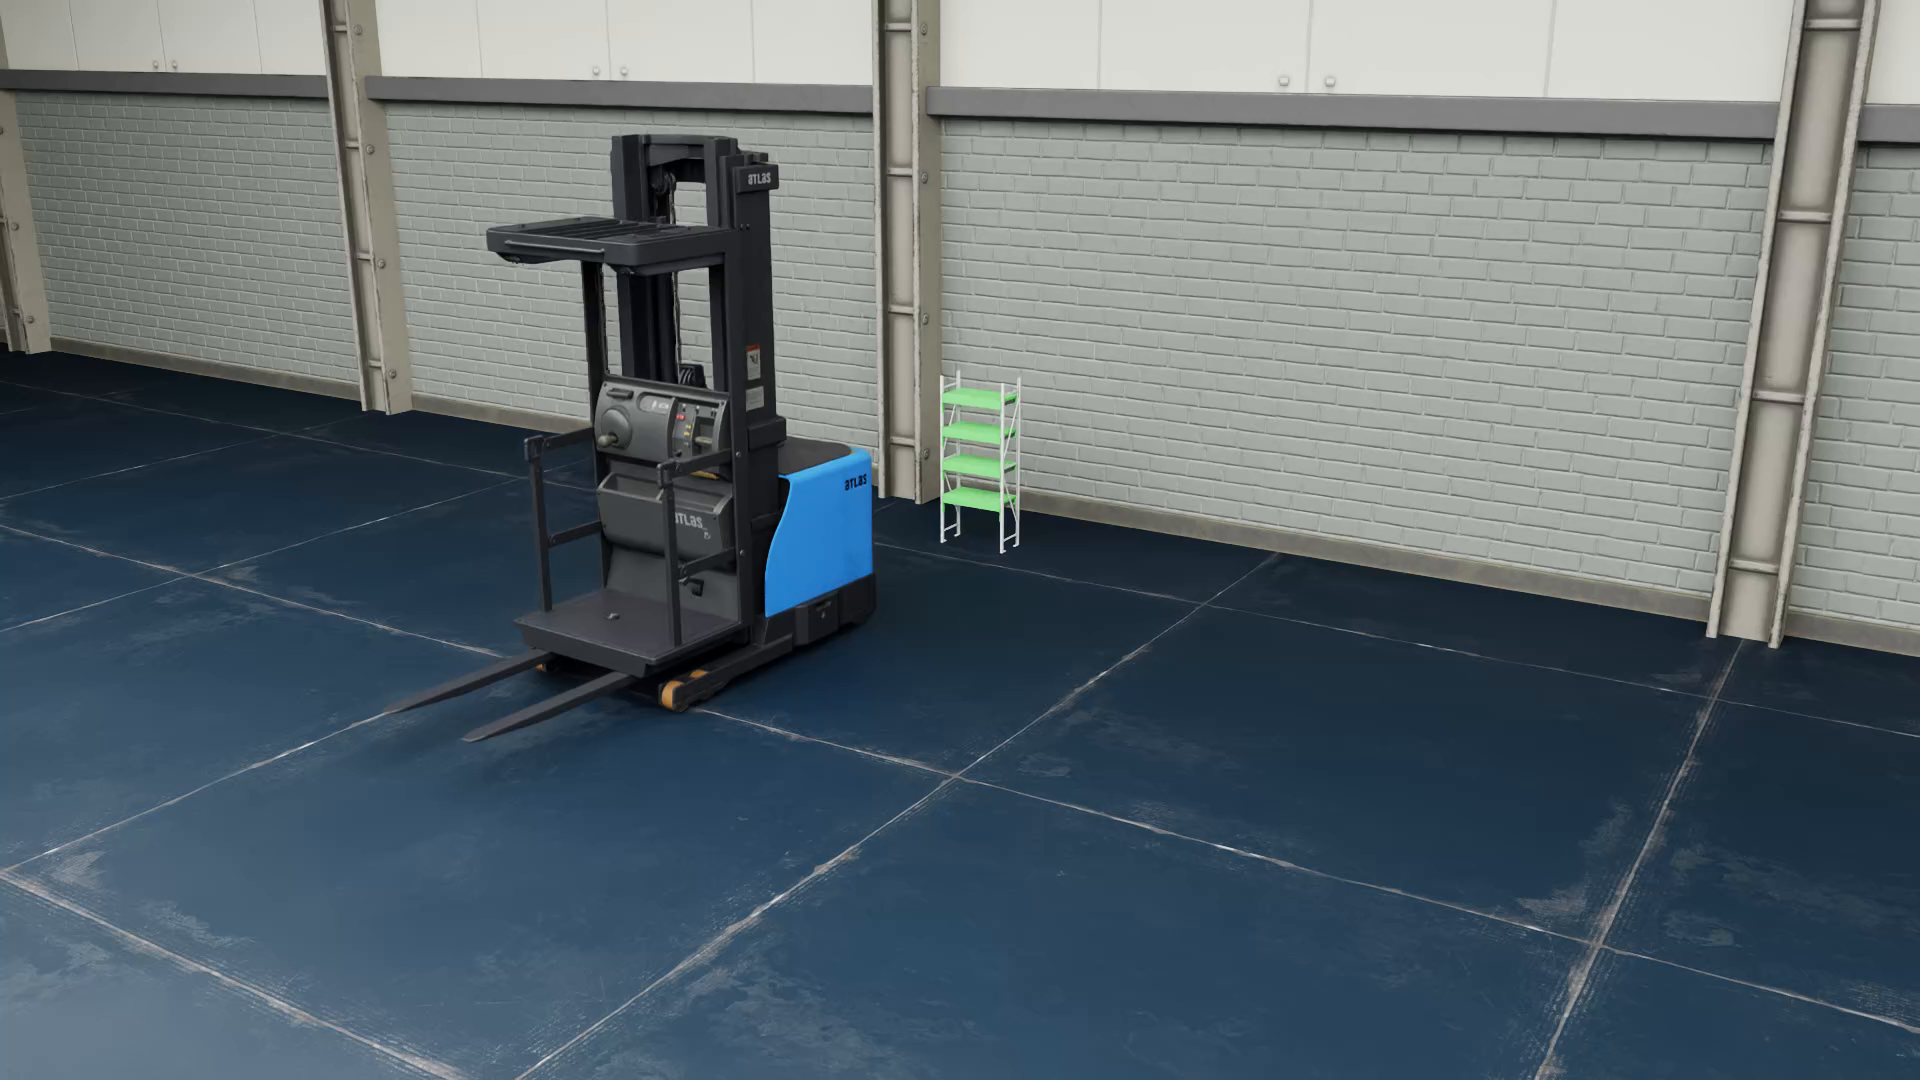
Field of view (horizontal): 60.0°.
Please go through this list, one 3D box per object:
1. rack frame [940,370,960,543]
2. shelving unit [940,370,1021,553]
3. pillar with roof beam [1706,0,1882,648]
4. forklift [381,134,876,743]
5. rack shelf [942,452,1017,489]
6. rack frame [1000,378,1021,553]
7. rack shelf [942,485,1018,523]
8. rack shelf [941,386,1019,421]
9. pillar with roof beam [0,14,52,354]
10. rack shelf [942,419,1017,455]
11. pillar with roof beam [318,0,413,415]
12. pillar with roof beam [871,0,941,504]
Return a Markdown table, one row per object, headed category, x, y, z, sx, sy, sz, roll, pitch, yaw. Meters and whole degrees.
| category | x | y | z | sx | sy | sz | roll | pitch | yaw |
| --- | --- | --- | --- | --- | --- | --- | --- | --- | --- |
| rack frame | -0.067 | -0.586 | 11.746 | 0.015 | 1.200 | 0.240 | 10 | 20 | 30 |
| shelving unit | 0.141 | -0.549 | 11.624 | 0.503 | 1.200 | 0.258 | 10 | 20 | 30 |
| pillar with roof beam | 2.470 | -2.669 | 5.184 | 0.400 | 9.000 | 9.100 | 10 | 20 | 30 |
| forklift | -1.762 | -0.643 | 8.955 | 1.130 | 2.935 | 3.031 | 11 | 20 | 33 |
| rack shelf | 0.141 | -0.488 | 11.643 | 0.480 | 0.148 | 0.258 | 10 | 20 | 30 |
| rack frame | 0.349 | -0.512 | 11.502 | 0.015 | 1.200 | 0.240 | 10 | 20 | 30 |
| rack shelf | 0.141 | -0.258 | 11.712 | 0.480 | 0.148 | 0.258 | 10 | 20 | 30 |
| rack shelf | 0.141 | -0.947 | 11.503 | 0.480 | 0.148 | 0.258 | 10 | 20 | 30 |
| pillar with roof beam | -12.868 | -5.407 | 14.198 | 0.400 | 9.000 | 9.100 | 10 | 20 | 30 |
| rack shelf | 0.141 | -0.717 | 11.573 | 0.480 | 0.148 | 0.258 | 10 | 20 | 30 |
| pillar with roof beam | -7.755 | -4.494 | 11.193 | 0.400 | 9.000 | 9.100 | 10 | 20 | 30 |
| pillar with roof beam | -2.642 | -3.581 | 8.189 | 0.400 | 9.000 | 9.100 | 10 | 20 | 30 |
